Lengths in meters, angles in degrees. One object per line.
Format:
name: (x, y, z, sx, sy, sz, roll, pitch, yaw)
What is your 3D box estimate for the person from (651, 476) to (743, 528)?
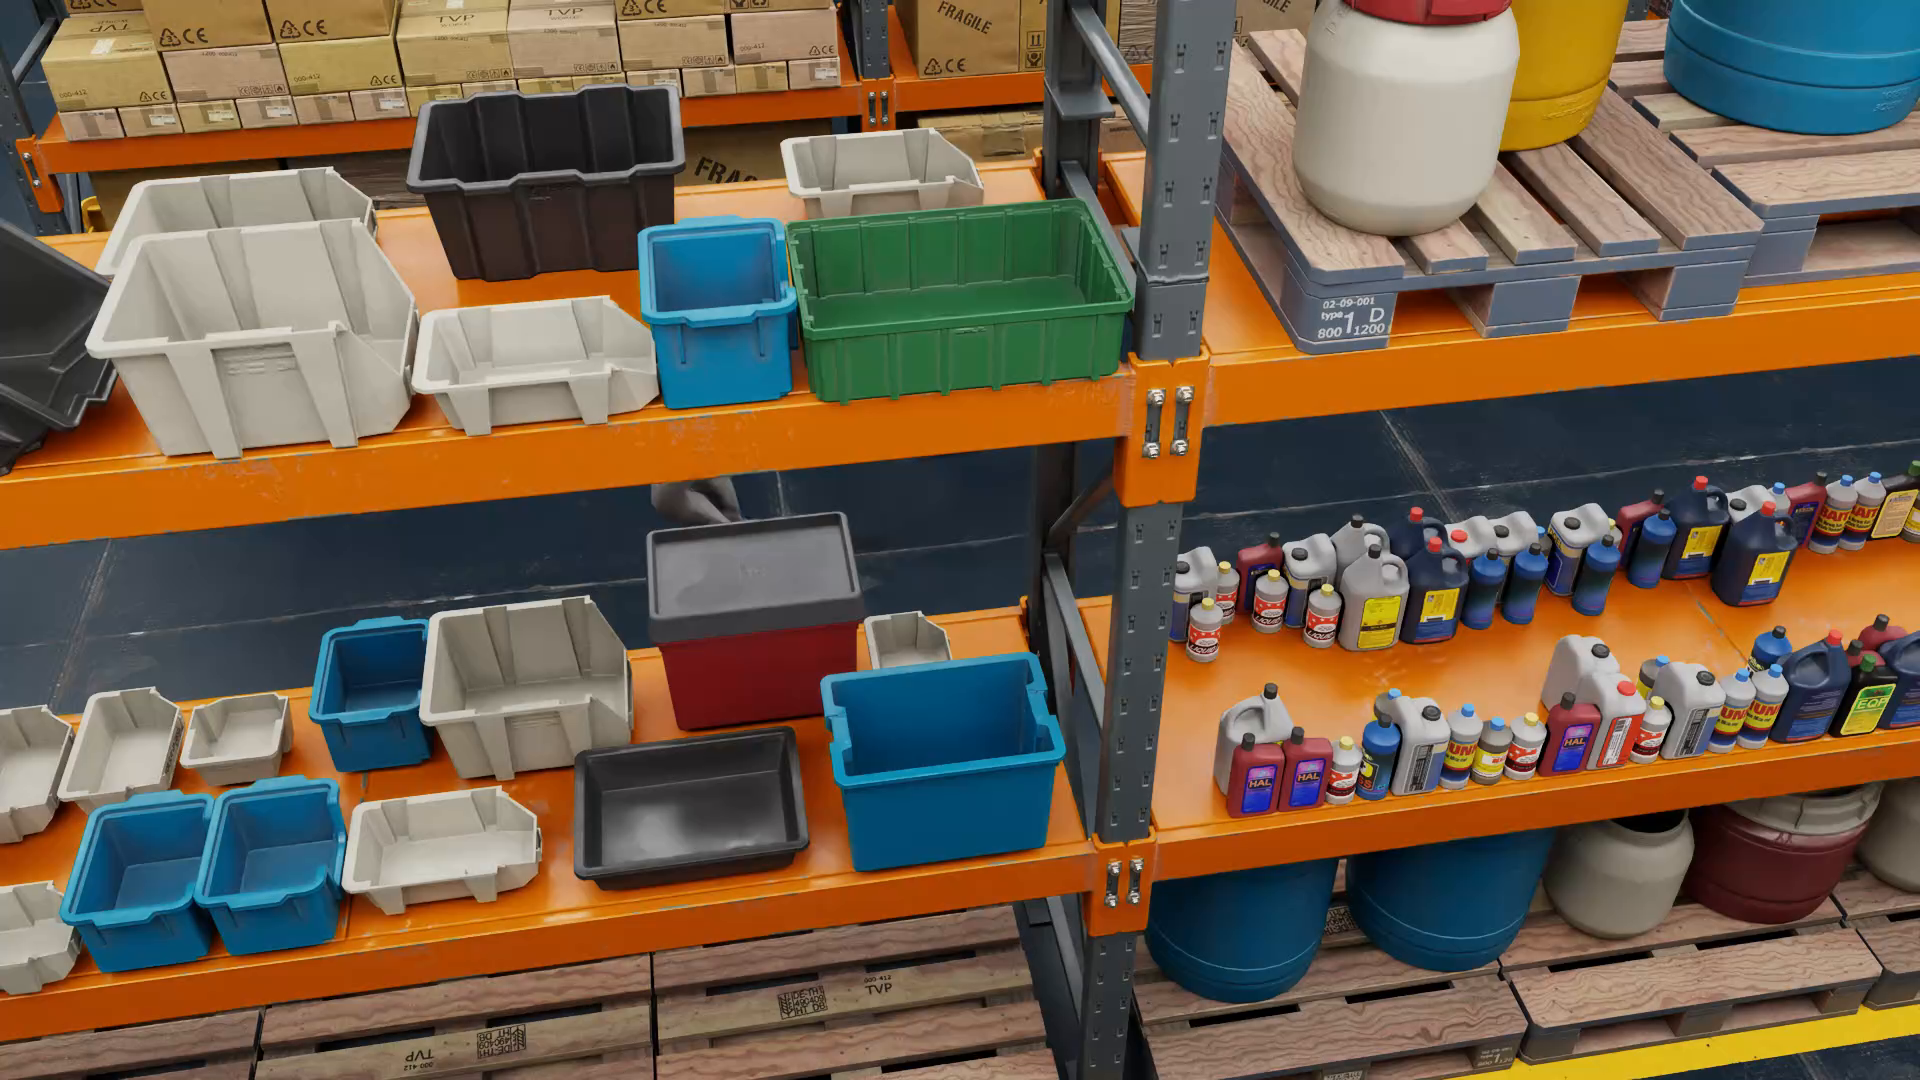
person: (-1.123, -0.536, 6.776, 0.428, 1.714, 0.433, -15, 41, -17)
